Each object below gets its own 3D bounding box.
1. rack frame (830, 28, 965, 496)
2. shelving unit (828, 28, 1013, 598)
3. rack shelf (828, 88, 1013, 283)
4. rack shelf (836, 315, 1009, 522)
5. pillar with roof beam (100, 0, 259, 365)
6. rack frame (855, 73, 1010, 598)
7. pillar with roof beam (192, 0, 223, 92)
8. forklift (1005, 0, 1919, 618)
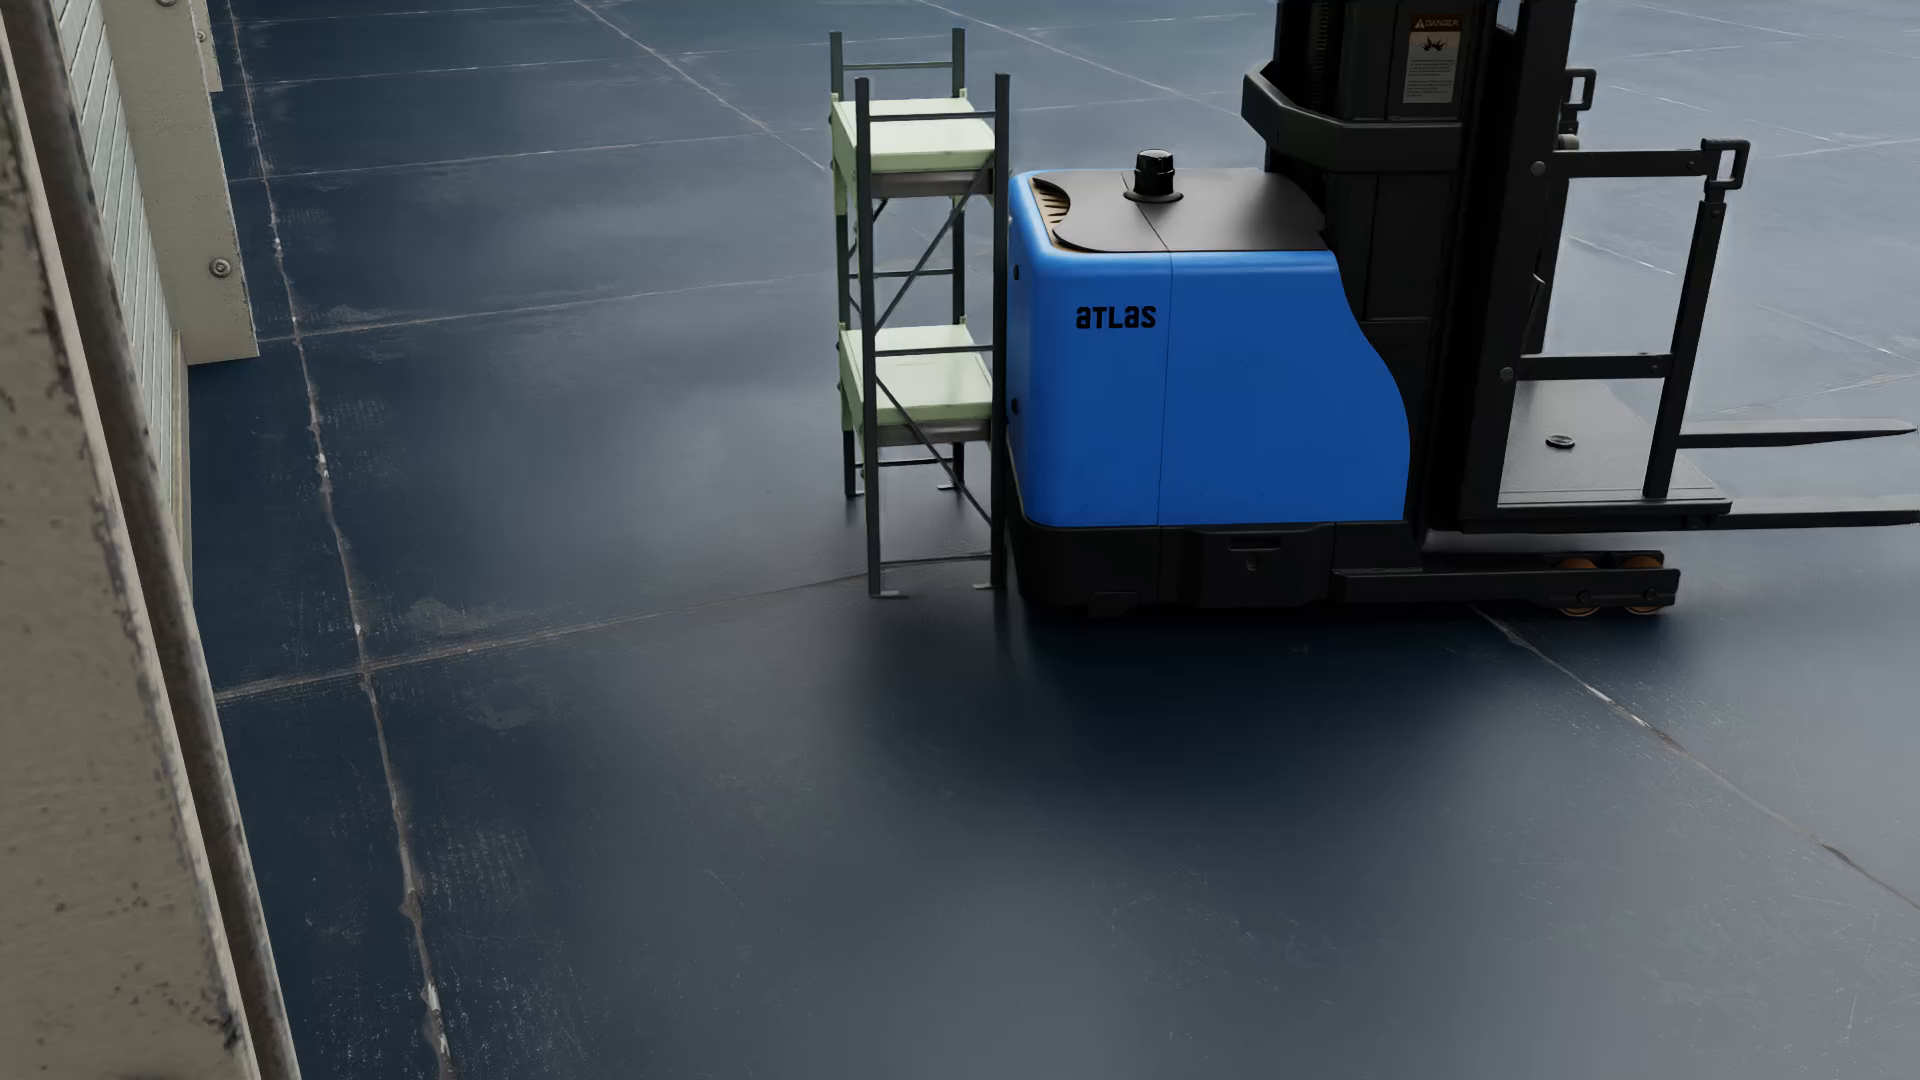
[{"bbox_3d":[-0.186,-0.838,5.257,0.400,1.500,0.023,-4,26,-8],"label":"rack frame"},{"bbox_3d":[-0.128,-0.679,4.932,0.431,1.500,0.755,-4,26,-8],"label":"shelving unit"},{"bbox_3d":[-0.128,-1.030,4.761,0.431,0.370,0.720,-4,26,-8],"label":"rack shelf"},{"bbox_3d":[-0.128,-0.386,5.075,0.431,0.370,0.720,-4,26,-8],"label":"rack shelf"},{"bbox_3d":[0.882,-5.587,6.436,9.100,9.000,0.400,-11,28,-21],"label":"pillar with roof beam"},{"bbox_3d":[-0.070,-0.521,4.607,0.400,1.500,0.023,-4,26,-8],"label":"rack frame"},{"bbox_3d":[-1.468,-8.009,11.397,9.100,9.000,0.400,-11,28,-21],"label":"pillar with roof beam"},{"bbox_3d":[1.664,-1.327,4.627,3.031,2.935,1.130,-1,26,-3],"label":"forklift"}]
